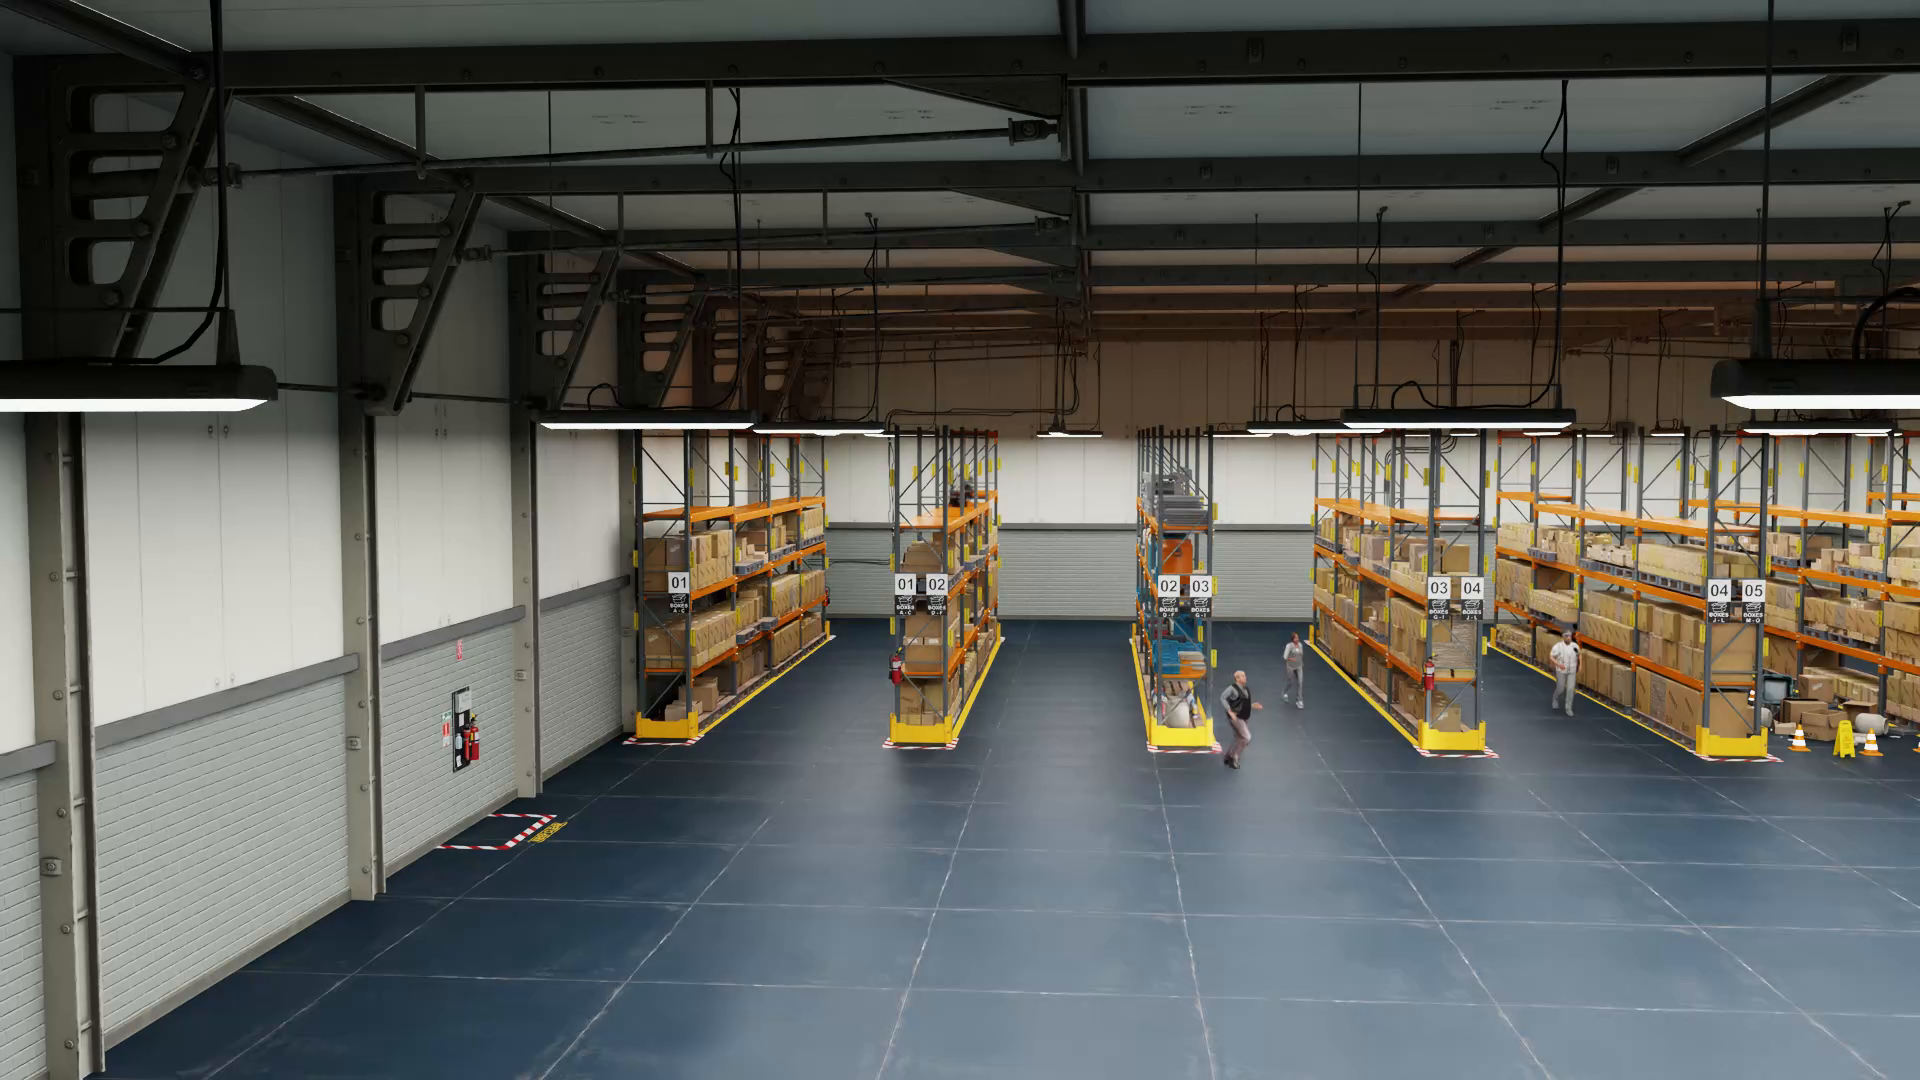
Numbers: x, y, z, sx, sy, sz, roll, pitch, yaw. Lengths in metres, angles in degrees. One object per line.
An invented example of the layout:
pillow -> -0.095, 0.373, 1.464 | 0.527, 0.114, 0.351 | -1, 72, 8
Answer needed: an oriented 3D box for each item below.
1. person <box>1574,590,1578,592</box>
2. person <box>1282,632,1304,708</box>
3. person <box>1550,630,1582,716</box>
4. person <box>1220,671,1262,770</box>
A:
person -> 17.656, 2.004, 47.321 | 1.130, 1.777, 0.660 | 0, 3, 2
person -> 7.173, 2.766, 35.771 | 0.514, 1.595, 0.882 | -1, 3, -10
person -> 12.720, 2.752, 34.898 | 0.689, 1.785, 0.787 | 0, 3, 3
person -> 4.881, 3.130, 28.934 | 0.696, 1.717, 0.619 | 3, 5, 41
